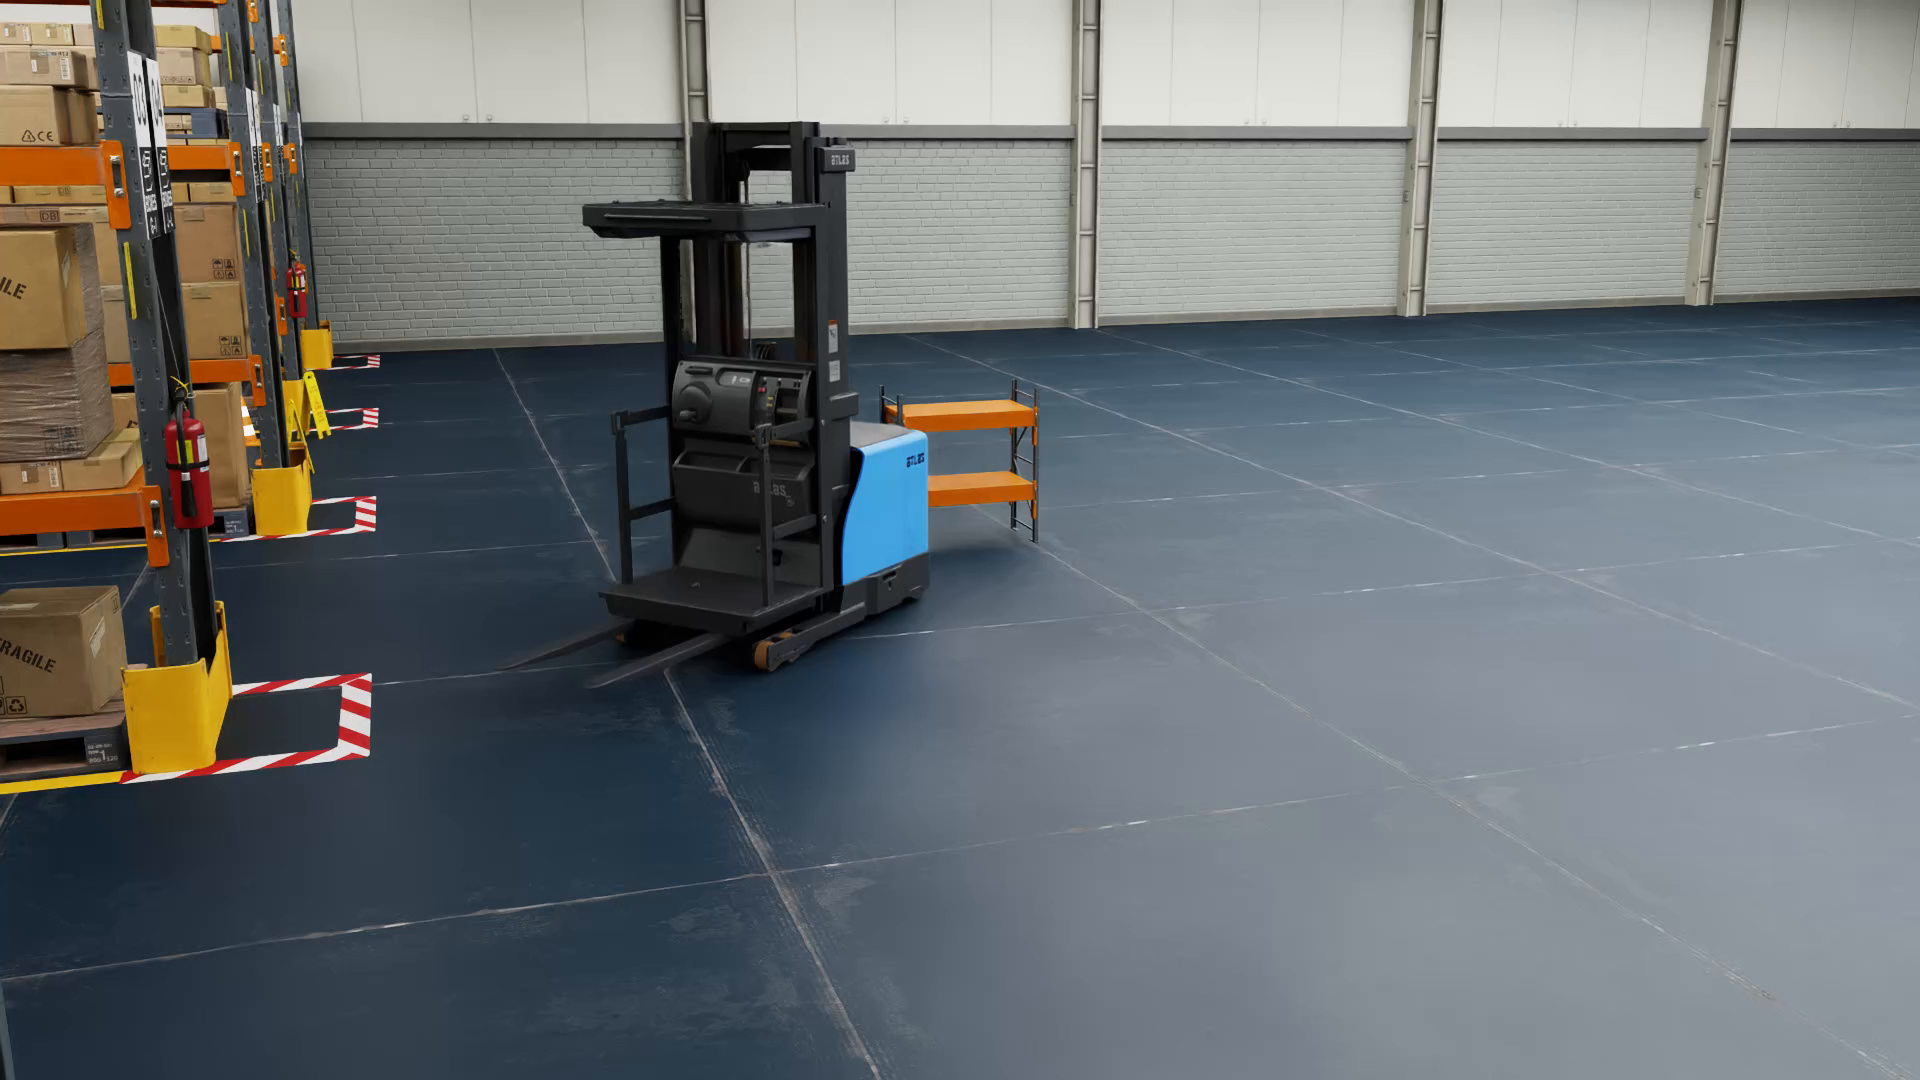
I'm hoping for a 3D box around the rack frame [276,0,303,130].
[{"bbox_3d":[-8.487,-6.706,20.888,0.127,3.000,1.000,-4,14,-18],"label":"rack frame"}]

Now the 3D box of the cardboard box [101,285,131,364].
[{"bbox_3d":[-6.078,-1.611,12.109,0.550,0.550,0.875,-4,14,-18],"label":"cardboard box"}]

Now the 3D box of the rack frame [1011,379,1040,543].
[{"bbox_3d":[0.475,-0.584,12.168,0.032,1.125,0.500,-4,14,-18],"label":"rack frame"}]

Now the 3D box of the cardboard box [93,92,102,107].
[{"bbox_3d":[-5.915,-3.074,11.522,0.250,0.149,0.380,-4,14,-17],"label":"cardboard box"}]

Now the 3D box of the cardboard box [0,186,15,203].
[{"bbox_3d":[-9.230,-3.132,15.810,0.500,0.500,0.700,-5,14,-19],"label":"cardboard box"}]

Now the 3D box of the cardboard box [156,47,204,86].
[{"bbox_3d":[-5.601,-3.307,11.640,0.500,0.250,0.500,-4,14,-17],"label":"cardboard box"}]

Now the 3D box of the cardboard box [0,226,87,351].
[{"bbox_3d":[-4.183,-1.110,7.309,0.500,0.500,0.500,-4,14,-18],"label":"cardboard box"}]

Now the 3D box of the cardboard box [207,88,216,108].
[{"bbox_3d":[-5.653,-3.256,12.285,0.250,0.149,0.380,-4,14,-18],"label":"cardboard box"}]

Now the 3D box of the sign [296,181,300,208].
[{"bbox_3d":[-8.327,-4.346,20.916,0.005,0.325,0.100,-4,14,-18],"label":"sign"}]

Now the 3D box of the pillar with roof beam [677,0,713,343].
[{"bbox_3d":[-2.375,-6.351,19.395,0.400,9.000,9.100,-4,14,-18],"label":"pillar with roof beam"}]

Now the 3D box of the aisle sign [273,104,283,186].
[{"bbox_3d":[-6.749,-3.905,16.458,0.004,0.787,0.394,-4,14,-18],"label":"aisle sign"}]

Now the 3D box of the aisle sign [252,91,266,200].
[{"bbox_3d":[-5.255,-2.956,12.472,0.004,0.787,0.394,-4,14,-18],"label":"aisle sign"}]

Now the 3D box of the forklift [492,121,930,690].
[{"bbox_3d":[-1.349,-0.826,9.282,1.130,2.935,3.031,7,15,28],"label":"forklift"}]

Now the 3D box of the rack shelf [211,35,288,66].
[{"bbox_3d":[-10.383,-6.014,20.397,4.000,0.370,1.077,-4,14,-18],"label":"rack shelf"}]

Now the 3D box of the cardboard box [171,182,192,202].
[{"bbox_3d":[-7.797,-3.257,16.335,0.500,0.500,0.700,-4,14,-18],"label":"cardboard box"}]

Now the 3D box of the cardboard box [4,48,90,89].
[{"bbox_3d":[-3.904,-2.017,7.119,0.250,0.149,0.380,-4,14,-18],"label":"cardboard box"}]

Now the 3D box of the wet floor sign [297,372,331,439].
[{"bbox_3d":[-6.379,-1.333,16.352,0.232,0.644,0.267,0,13,1],"label":"wet floor sign"}]

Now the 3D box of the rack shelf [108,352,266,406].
[{"bbox_3d":[-7.122,-1.123,11.937,4.000,0.370,1.077,-4,14,-18],"label":"rack shelf"}]

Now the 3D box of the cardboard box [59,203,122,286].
[{"bbox_3d":[-6.082,-2.139,11.997,0.550,0.550,0.875,-4,14,-18],"label":"cardboard box"}]

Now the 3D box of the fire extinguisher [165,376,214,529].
[{"bbox_3d":[-3.485,-0.395,7.489,0.183,0.674,0.296,-4,14,-18],"label":"fire extinguisher"}]

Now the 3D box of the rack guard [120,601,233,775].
[{"bbox_3d":[-3.812,0.696,8.135,0.348,0.500,1.175,-4,14,-18],"label":"rack guard"}]

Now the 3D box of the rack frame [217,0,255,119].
[{"bbox_3d":[-5.226,-4.539,11.780,0.127,3.000,1.000,-4,14,-18],"label":"rack frame"}]

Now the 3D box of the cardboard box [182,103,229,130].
[{"bbox_3d":[-7.300,-4.133,16.235,0.500,0.250,0.500,-5,14,-19],"label":"cardboard box"}]

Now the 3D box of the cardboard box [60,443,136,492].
[{"bbox_3d":[-3.944,-0.337,7.620,0.250,0.149,0.380,-4,14,-18],"label":"cardboard box"}]

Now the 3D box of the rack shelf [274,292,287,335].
[{"bbox_3d":[-8.796,-2.201,16.469,4.000,0.370,1.077,-4,14,-18],"label":"rack shelf"}]

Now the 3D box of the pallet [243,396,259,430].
[{"bbox_3d":[-7.754,-1.284,17.086,1.213,0.211,1.003,-4,14,-18],"label":"pallet"}]

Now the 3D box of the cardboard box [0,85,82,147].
[{"bbox_3d":[-4.116,-1.820,7.156,0.500,0.250,0.500,-4,14,-17],"label":"cardboard box"}]

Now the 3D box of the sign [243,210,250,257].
[{"bbox_3d":[-5.066,-2.179,11.808,0.005,0.325,0.100,-4,14,-18],"label":"sign"}]

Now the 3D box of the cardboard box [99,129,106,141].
[{"bbox_3d":[-8.120,-3.878,16.023,0.250,0.149,0.380,-5,14,-19],"label":"cardboard box"}]

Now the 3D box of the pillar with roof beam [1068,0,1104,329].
[{"bbox_3d":[3.312,-6.794,21.257,0.400,9.000,9.100,-4,14,-18],"label":"pillar with roof beam"}]

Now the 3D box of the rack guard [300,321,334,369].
[{"bbox_3d":[-8.465,-2.573,21.879,0.348,0.500,1.175,-4,14,-18],"label":"rack guard"}]

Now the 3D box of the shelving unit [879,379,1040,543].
[{"bbox_3d":[-0.006,-0.547,12.011,1.048,1.125,0.538,-4,14,-18],"label":"shelving unit"}]

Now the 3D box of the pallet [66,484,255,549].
[{"bbox_3d":[-5.959,-0.188,12.476,1.213,0.211,1.003,-4,14,-18],"label":"pallet"}]

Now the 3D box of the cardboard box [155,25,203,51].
[{"bbox_3d":[-5.437,-3.499,11.586,0.250,0.149,0.380,-4,14,-18],"label":"cardboard box"}]

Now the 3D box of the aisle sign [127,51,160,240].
[{"bbox_3d":[-3.586,-1.729,7.311,0.004,0.787,0.394,-4,14,-18],"label":"aisle sign"}]

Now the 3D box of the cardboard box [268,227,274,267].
[{"bbox_3d":[-8.870,-3.742,21.176,0.500,0.500,0.500,-5,14,-19],"label":"cardboard box"}]

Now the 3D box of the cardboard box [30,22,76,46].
[{"bbox_3d":[-6.162,-3.443,11.349,0.250,0.149,0.380,-4,14,-17],"label":"cardboard box"}]

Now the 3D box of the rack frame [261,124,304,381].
[{"bbox_3d":[-6.901,-2.699,17.007,0.127,3.000,1.000,-4,14,-18],"label":"rack frame"}]

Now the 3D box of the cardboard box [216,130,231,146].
[{"bbox_3d":[-7.150,-3.948,16.320,0.250,0.149,0.380,-4,14,-18],"label":"cardboard box"}]
